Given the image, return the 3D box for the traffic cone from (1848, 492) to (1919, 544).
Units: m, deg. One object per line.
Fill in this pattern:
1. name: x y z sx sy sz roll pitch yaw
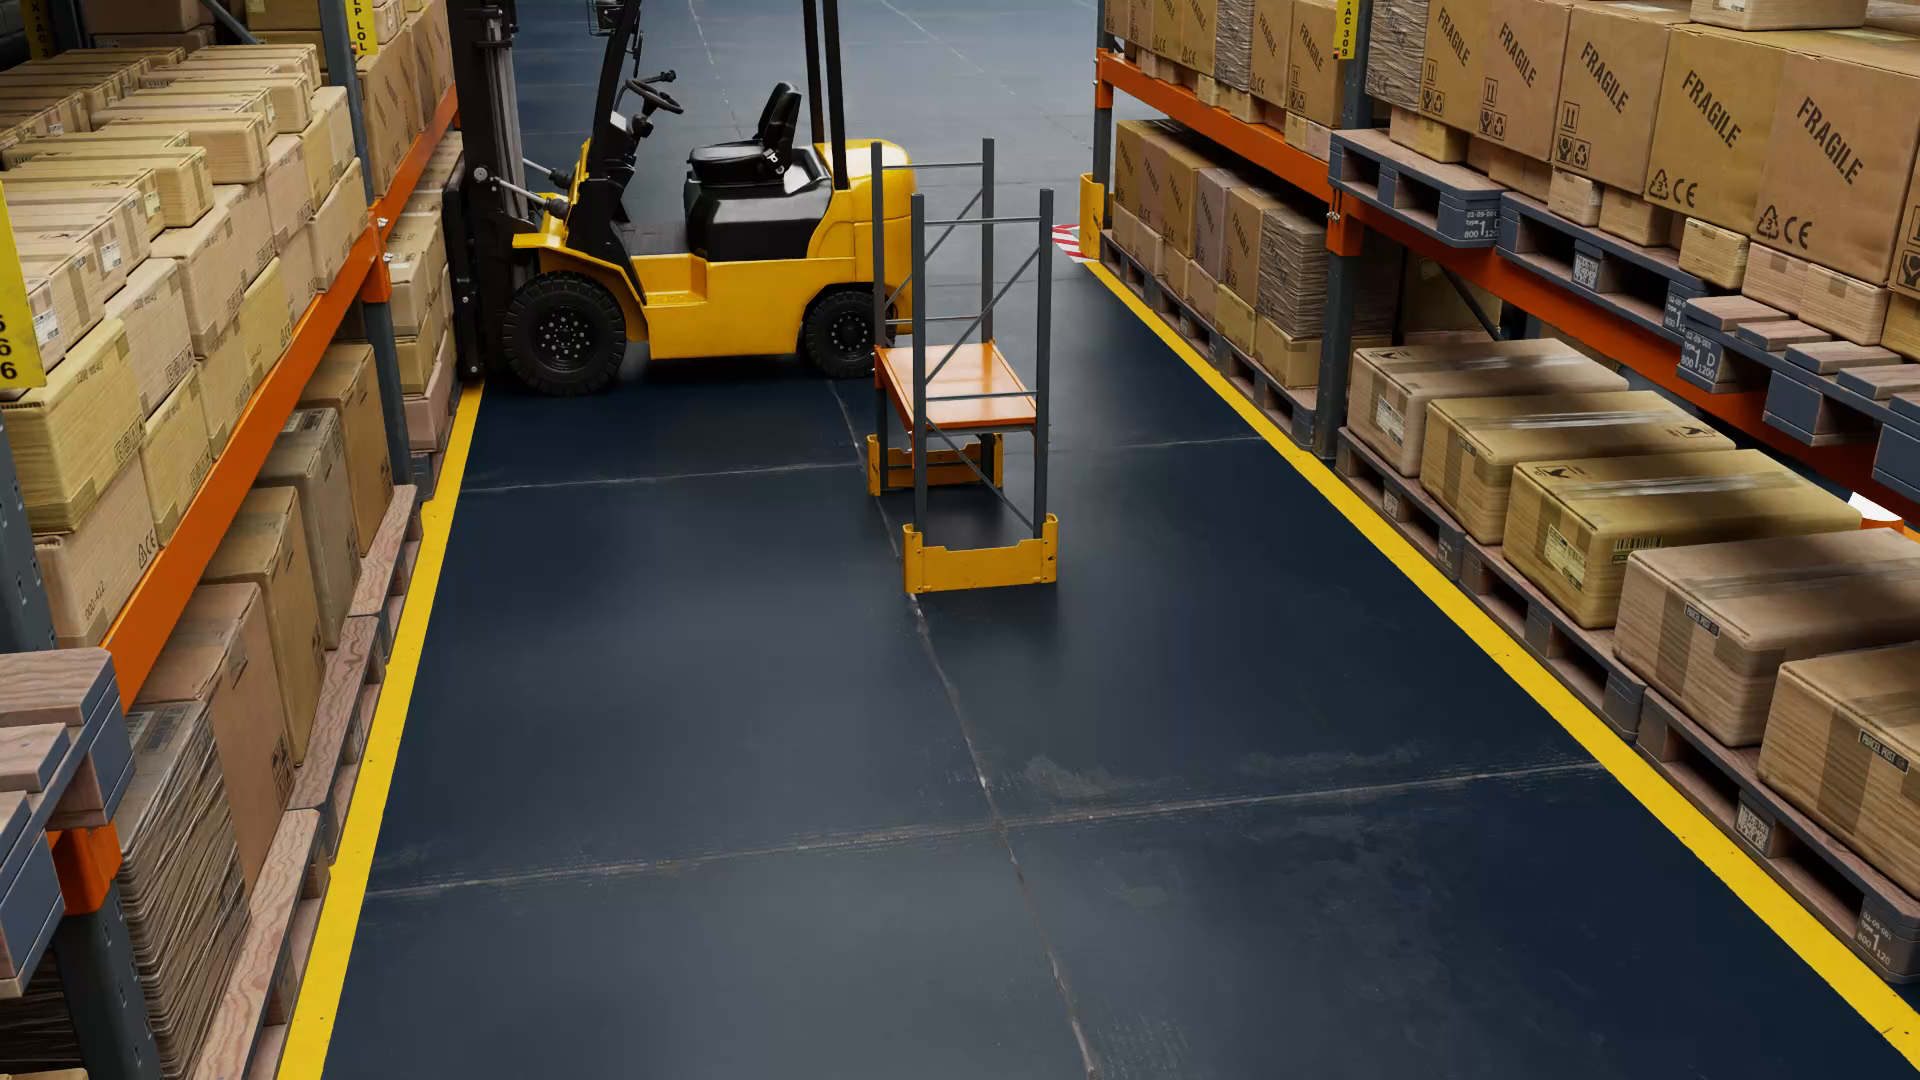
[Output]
1. traffic cone: 3.729 -0.244 6.730 0.336 0.463 0.334 -4 24 -10

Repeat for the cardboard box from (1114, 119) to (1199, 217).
1. cardboard box: 1.266 -2.293 10.226 0.500 0.500 0.500 -5 24 -12

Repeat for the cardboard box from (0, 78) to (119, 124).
1. cardboard box: -2.788 -1.304 5.053 0.380 0.149 0.250 -5 24 -10

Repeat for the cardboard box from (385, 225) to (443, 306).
1. cardboard box: -2.619 -1.228 7.475 0.500 0.250 0.500 -4 24 -10

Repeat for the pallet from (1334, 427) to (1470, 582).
1. pallet: 2.269 -0.207 6.959 1.003 0.211 1.213 -4 24 -10

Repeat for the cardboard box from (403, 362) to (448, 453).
1. cardboard box: -2.518 -0.569 7.216 0.500 0.250 0.500 -4 24 -9

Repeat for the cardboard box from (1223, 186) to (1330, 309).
1. cardboard box: 1.655 -1.479 8.363 0.500 0.500 0.500 -4 24 -9

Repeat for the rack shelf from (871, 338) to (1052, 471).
1. rack shelf: -0.016 -0.556 6.599 0.538 0.185 1.000 -4 24 -10

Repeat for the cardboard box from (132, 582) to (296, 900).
1. cardboard box: -2.245 0.545 4.198 0.875 0.625 0.625 -4 24 -8

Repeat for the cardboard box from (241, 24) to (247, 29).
1. cardboard box: -3.227 -2.277 7.280 0.380 0.149 0.250 -4 24 -8

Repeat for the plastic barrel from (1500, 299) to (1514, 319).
1. plastic barrel: 3.254 -1.483 9.616 0.512 0.421 0.421 13 27 27

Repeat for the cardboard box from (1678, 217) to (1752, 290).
1. cardboard box: 2.257 -0.809 4.643 0.380 0.149 0.250 -4 24 -9

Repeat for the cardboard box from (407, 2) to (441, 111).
1. cardboard box: -2.962 -2.460 8.511 0.500 0.500 0.500 -5 24 -11

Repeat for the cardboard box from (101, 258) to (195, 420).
1. cardboard box: -1.947 -0.398 3.477 0.500 0.250 0.500 -4 24 -8

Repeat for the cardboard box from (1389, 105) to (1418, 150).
1. cardboard box: 1.915 -1.627 6.517 0.380 0.149 0.250 -4 24 -9

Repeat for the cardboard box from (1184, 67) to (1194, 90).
1. cardboard box: 1.464 -2.589 9.245 0.380 0.149 0.250 -3 24 -8

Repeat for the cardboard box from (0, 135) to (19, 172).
1. cardboard box: -2.576 -0.907 4.143 0.380 0.149 0.250 -4 24 -8

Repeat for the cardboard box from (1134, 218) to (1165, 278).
1. cardboard box: 1.348 -1.757 9.936 0.500 0.250 0.500 -3 24 -8

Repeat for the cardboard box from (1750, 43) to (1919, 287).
1. cardboard box: 2.400 -0.953 4.162 0.500 0.500 0.500 -5 24 -11

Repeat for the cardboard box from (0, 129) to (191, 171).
1. cardboard box: -2.176 -0.941 4.221 0.380 0.149 0.250 -4 24 -10

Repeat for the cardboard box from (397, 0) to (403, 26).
1. cardboard box: -2.763 -2.415 7.597 0.380 0.149 0.250 -5 24 -11

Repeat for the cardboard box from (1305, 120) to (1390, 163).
1. cardboard box: 1.765 -1.779 7.390 0.380 0.149 0.250 -5 24 -10

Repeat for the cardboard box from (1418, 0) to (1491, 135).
1. cardboard box: 2.022 -1.763 6.017 0.500 0.500 0.500 -4 24 -10

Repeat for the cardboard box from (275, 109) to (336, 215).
1. cardboard box: -2.309 -1.206 5.327 0.500 0.250 0.500 -5 24 -11

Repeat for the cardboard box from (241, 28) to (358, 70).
1. cardboard box: -2.554 -1.910 6.439 0.380 0.149 0.250 -5 24 -11

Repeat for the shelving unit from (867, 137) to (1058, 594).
1. shelving unit: -0.014 -0.717 6.518 0.587 1.500 1.083 -4 24 -10

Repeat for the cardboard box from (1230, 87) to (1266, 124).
1. cardboard box: 1.574 -2.179 8.305 0.380 0.149 0.250 -5 24 -11

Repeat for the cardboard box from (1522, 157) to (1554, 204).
1. cardboard box: 2.131 -1.221 5.587 0.380 0.149 0.250 -4 24 -9

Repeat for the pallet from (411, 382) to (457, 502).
1. pallet: -2.860 -0.460 7.539 1.003 0.211 1.213 -4 24 -10

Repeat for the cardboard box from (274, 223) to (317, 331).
1. cardboard box: -2.243 -0.779 4.974 0.500 0.250 0.500 -4 24 -9

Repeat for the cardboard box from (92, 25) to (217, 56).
1. cardboard box: -3.066 -1.872 6.354 0.380 0.149 0.250 -4 24 -10

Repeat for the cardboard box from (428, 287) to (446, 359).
1. cardboard box: -2.635 -0.994 7.565 0.500 0.250 0.500 -4 24 -10

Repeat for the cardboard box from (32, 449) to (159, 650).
1. cardboard box: -1.856 0.028 3.126 0.500 0.250 0.500 -4 24 -10

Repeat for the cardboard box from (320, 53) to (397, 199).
1. cardboard box: -2.579 -1.661 6.681 0.500 0.500 0.500 -5 24 -11

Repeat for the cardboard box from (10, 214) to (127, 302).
1. cardboard box: -1.907 -0.543 3.310 0.380 0.149 0.250 -4 24 -8

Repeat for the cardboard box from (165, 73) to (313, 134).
1. cardboard box: -2.234 -1.353 5.165 0.380 0.149 0.250 -5 24 -11

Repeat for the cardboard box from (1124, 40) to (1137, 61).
1. cardboard box: 1.243 -3.100 10.414 0.380 0.149 0.250 -4 24 -10

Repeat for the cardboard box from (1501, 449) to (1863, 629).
1. cardboard box: 2.490 -0.017 5.799 0.950 0.372 0.625 -4 24 -8

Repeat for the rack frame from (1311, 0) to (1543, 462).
1. rack frame: 2.124 -1.791 7.102 1.000 3.000 0.127 -4 24 -10

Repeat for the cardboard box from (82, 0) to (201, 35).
1. cardboard box: -3.110 -2.004 6.285 0.380 0.149 0.250 -4 24 -10

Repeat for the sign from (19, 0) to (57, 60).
1. sign: -3.299 -1.813 5.973 0.100 0.325 0.005 -4 24 -10

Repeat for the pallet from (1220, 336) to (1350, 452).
1. pallet: 1.965 -0.774 8.259 1.003 0.211 1.213 -4 24 -10

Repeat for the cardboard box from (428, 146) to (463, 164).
1. cardboard box: -3.002 -2.027 9.305 0.500 0.250 0.500 -4 24 -9

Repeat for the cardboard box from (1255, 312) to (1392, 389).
1. cardboard box: 1.750 -0.936 8.055 0.500 0.250 0.500 -3 24 -7

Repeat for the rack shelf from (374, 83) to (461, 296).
1. rack shelf: -3.124 -1.879 8.203 1.077 0.370 4.000 -4 24 -10

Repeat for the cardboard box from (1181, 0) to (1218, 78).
1. cardboard box: 1.495 -2.736 8.770 0.500 0.500 0.500 -5 24 -11

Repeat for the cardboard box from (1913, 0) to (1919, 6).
1. cardboard box: 6.446 -3.252 10.261 0.875 0.550 0.550 -4 24 -10

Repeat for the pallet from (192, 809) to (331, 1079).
1. pallet: -2.128 1.103 3.961 1.003 0.211 1.213 -4 24 -10
